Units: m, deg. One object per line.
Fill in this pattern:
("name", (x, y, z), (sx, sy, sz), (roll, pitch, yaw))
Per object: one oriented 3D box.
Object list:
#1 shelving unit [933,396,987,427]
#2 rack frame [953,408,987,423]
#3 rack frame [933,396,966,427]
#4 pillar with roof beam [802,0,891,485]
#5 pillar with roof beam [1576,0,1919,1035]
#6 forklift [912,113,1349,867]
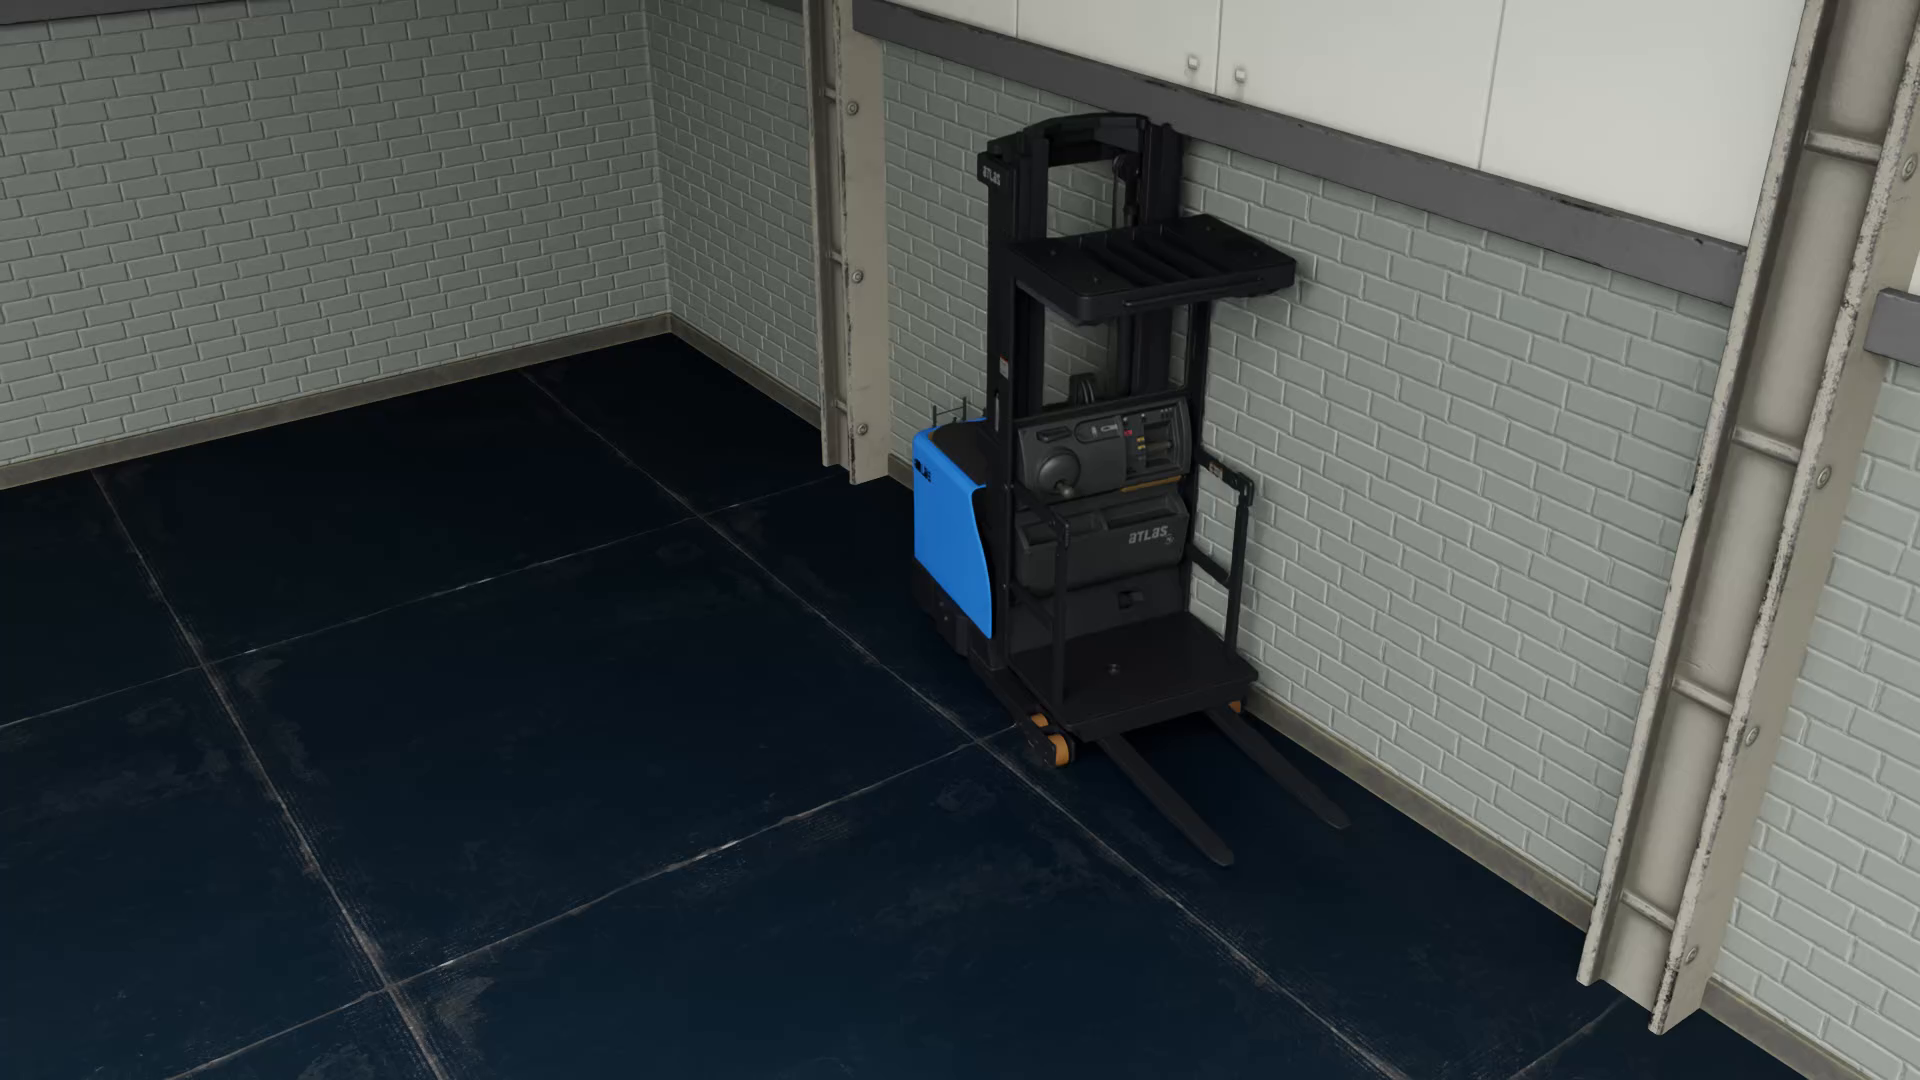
("shelving unit", (-0.002, -0.389, 10.024), (0.258, 0.900, 0.210), (-19, 34, -31))
("rack frame", (0.058, -0.350, 9.952), (0.240, 0.900, 0.006), (-19, 34, -31))
("rack frame", (-0.061, -0.428, 10.096), (0.240, 0.900, 0.006), (-19, 34, -31))
("pillar with roof beam", (-4.195, -3.241, 6.789), (9.100, 9.000, 0.400), (-19, 34, -31))
("pillar with roof beam", (-0.714, -0.909, 2.494), (9.100, 9.000, 0.400), (-19, 34, -31))
("forklift", (0.804, -0.405, 7.925), (1.130, 2.935, 3.031), (-12, 31, -22))
